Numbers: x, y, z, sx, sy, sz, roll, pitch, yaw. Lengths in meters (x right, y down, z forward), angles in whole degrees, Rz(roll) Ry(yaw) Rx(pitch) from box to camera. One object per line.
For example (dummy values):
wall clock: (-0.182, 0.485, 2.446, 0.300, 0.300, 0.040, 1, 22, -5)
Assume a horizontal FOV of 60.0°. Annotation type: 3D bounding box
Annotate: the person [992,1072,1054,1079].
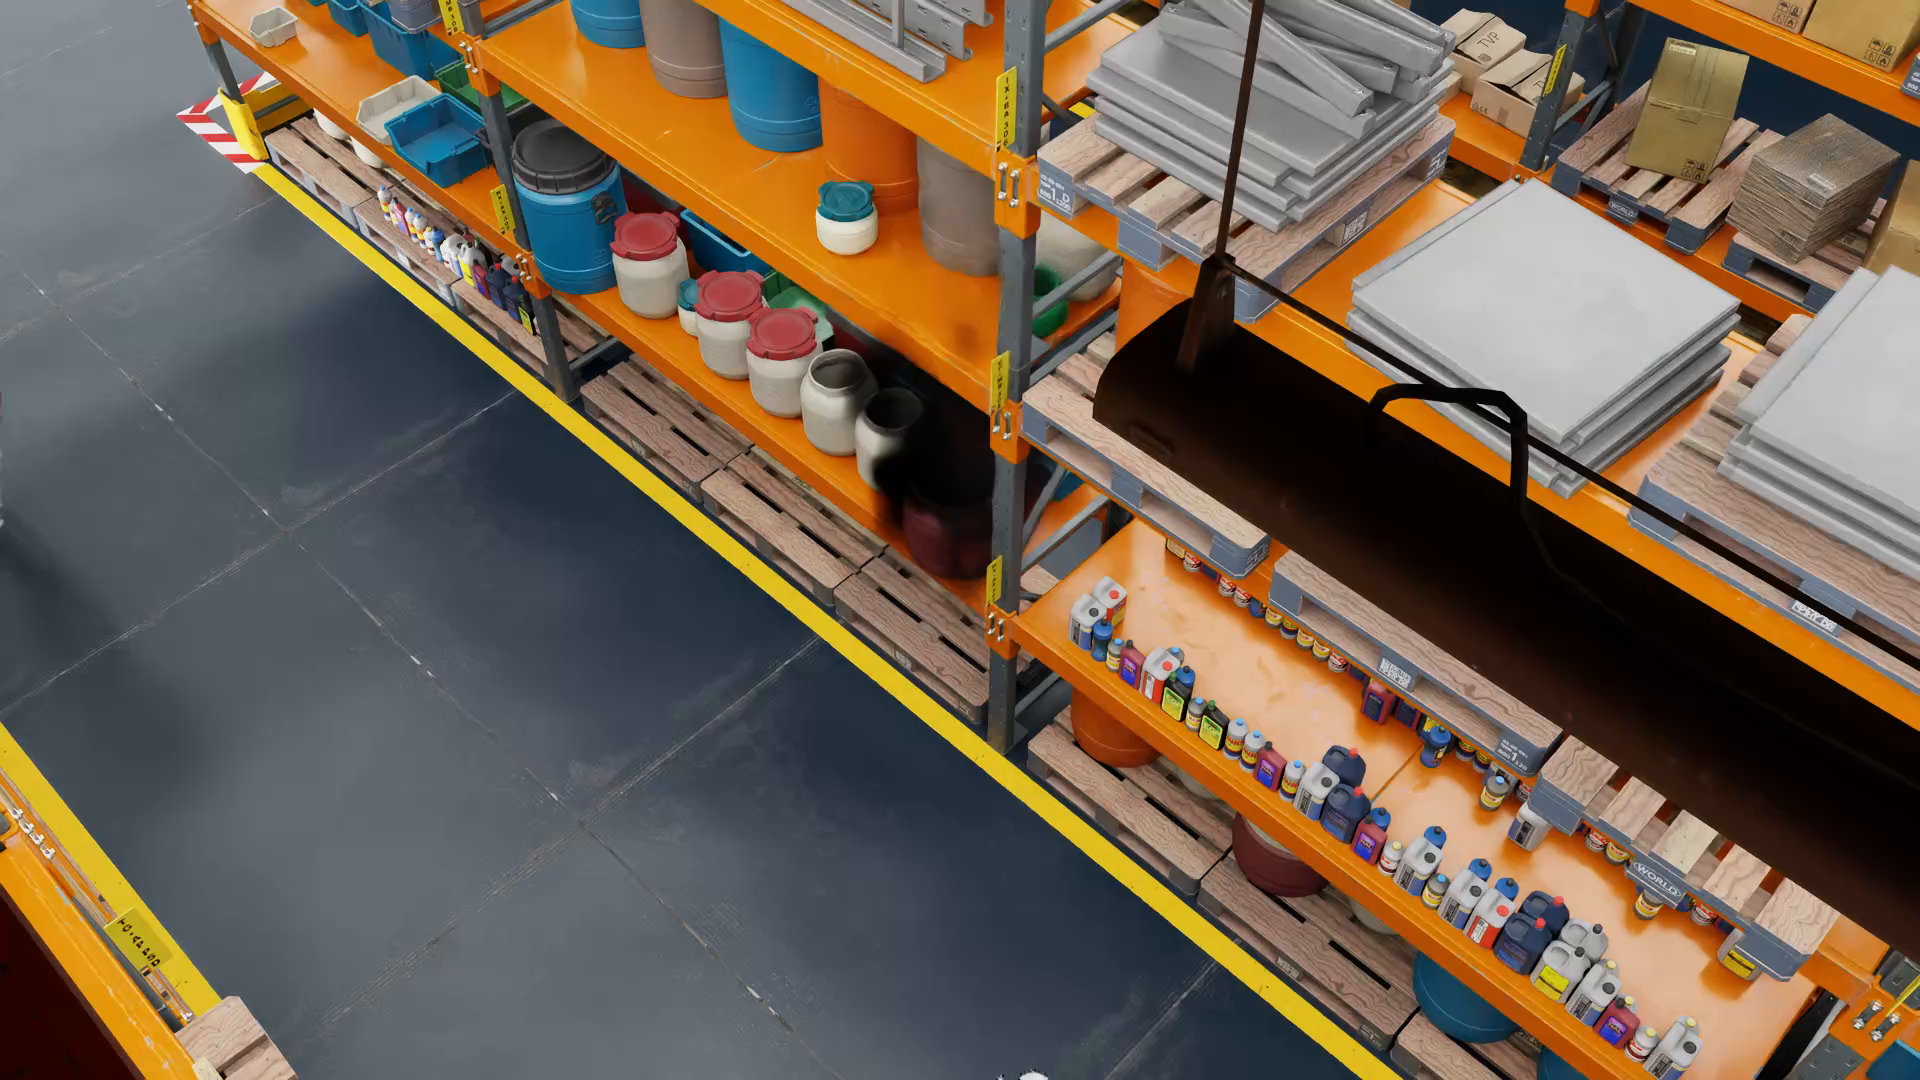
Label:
person: (0.363, 2.672, 6.928, 0.928, 1.750, 0.672, 29, 56, 22)
